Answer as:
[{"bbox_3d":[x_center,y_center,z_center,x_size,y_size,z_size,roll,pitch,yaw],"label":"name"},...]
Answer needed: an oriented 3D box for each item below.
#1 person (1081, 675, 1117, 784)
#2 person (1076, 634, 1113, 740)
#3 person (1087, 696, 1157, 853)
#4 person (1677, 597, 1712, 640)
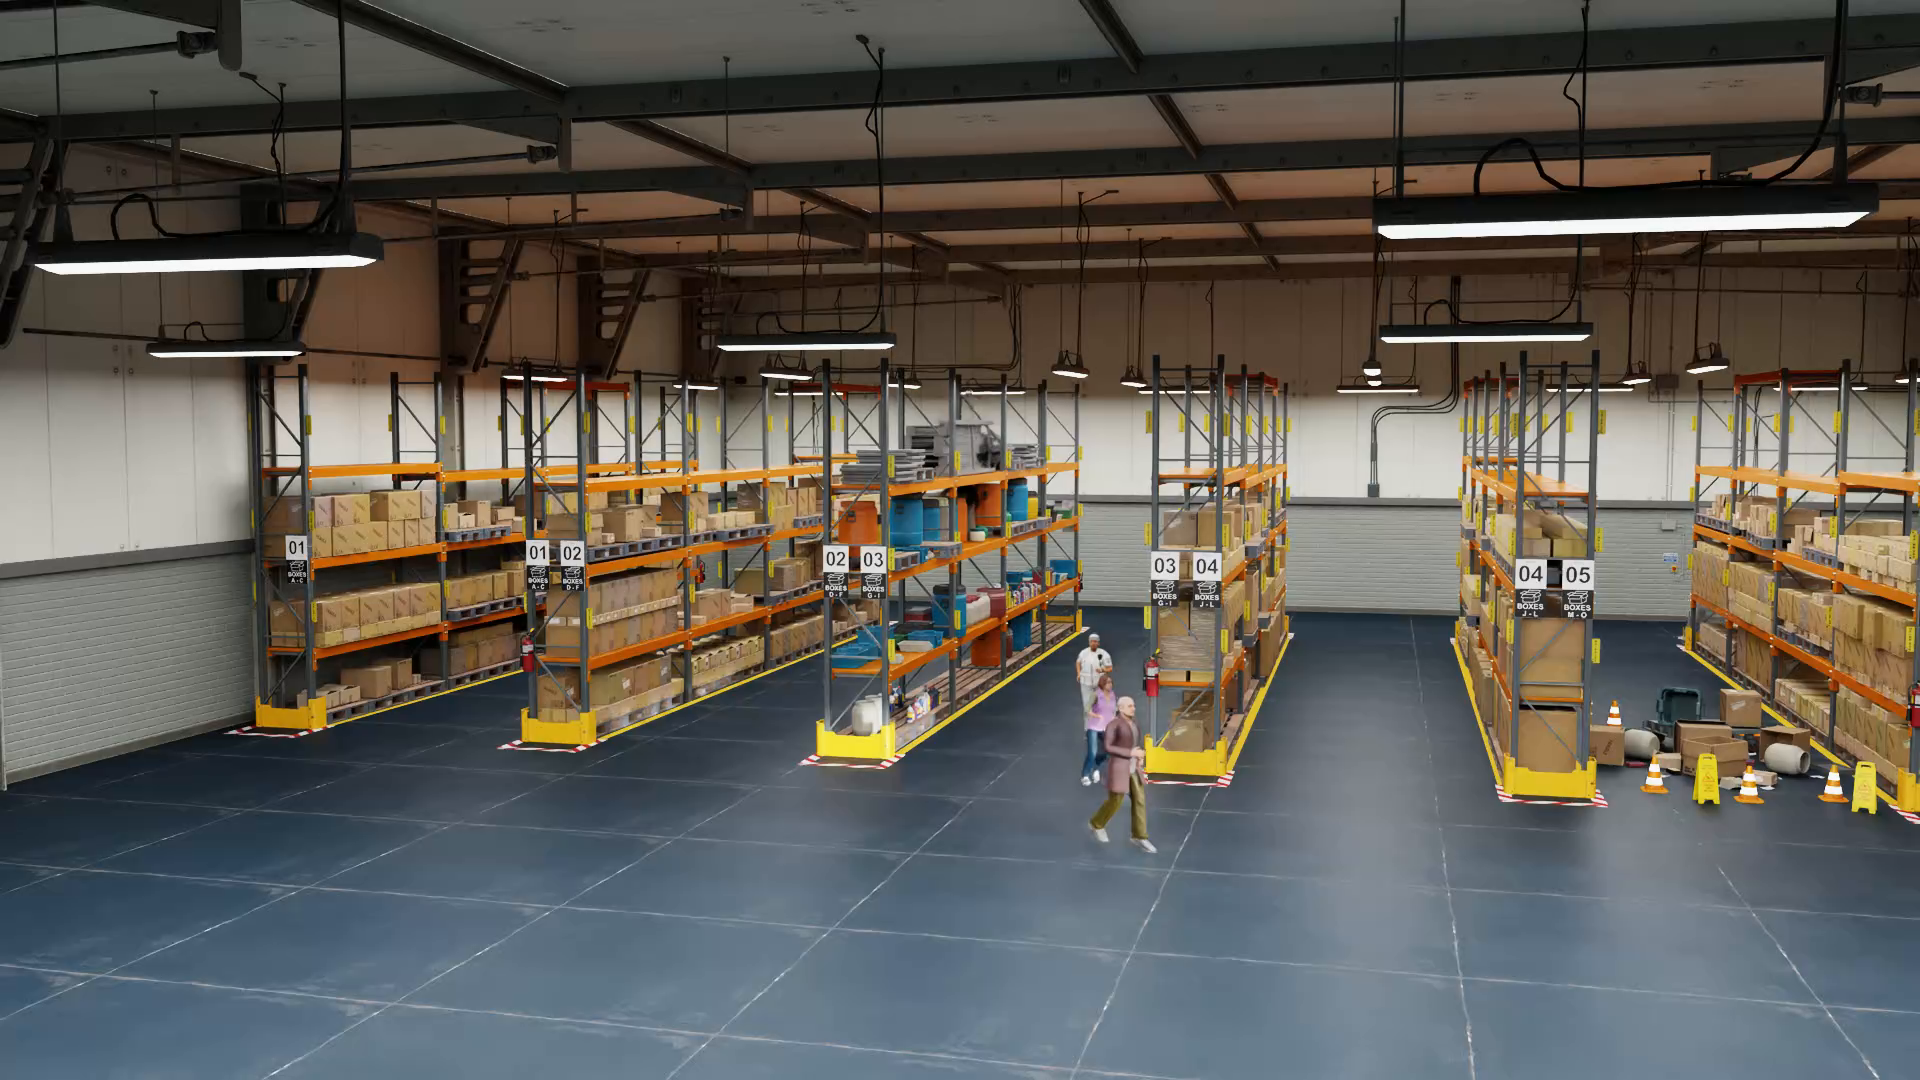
[{"bbox_3d":[1.989,2.638,23.092,0.543,1.535,0.540,-1,4,-16],"label":"person"},{"bbox_3d":[2.149,2.324,26.717,0.615,1.643,0.918,1,4,10],"label":"person"},{"bbox_3d":[1.924,2.752,19.698,0.922,1.828,0.737,4,5,44],"label":"person"},{"bbox_3d":[16.988,1.508,38.221,0.913,1.643,0.658,2,4,29],"label":"person"}]
